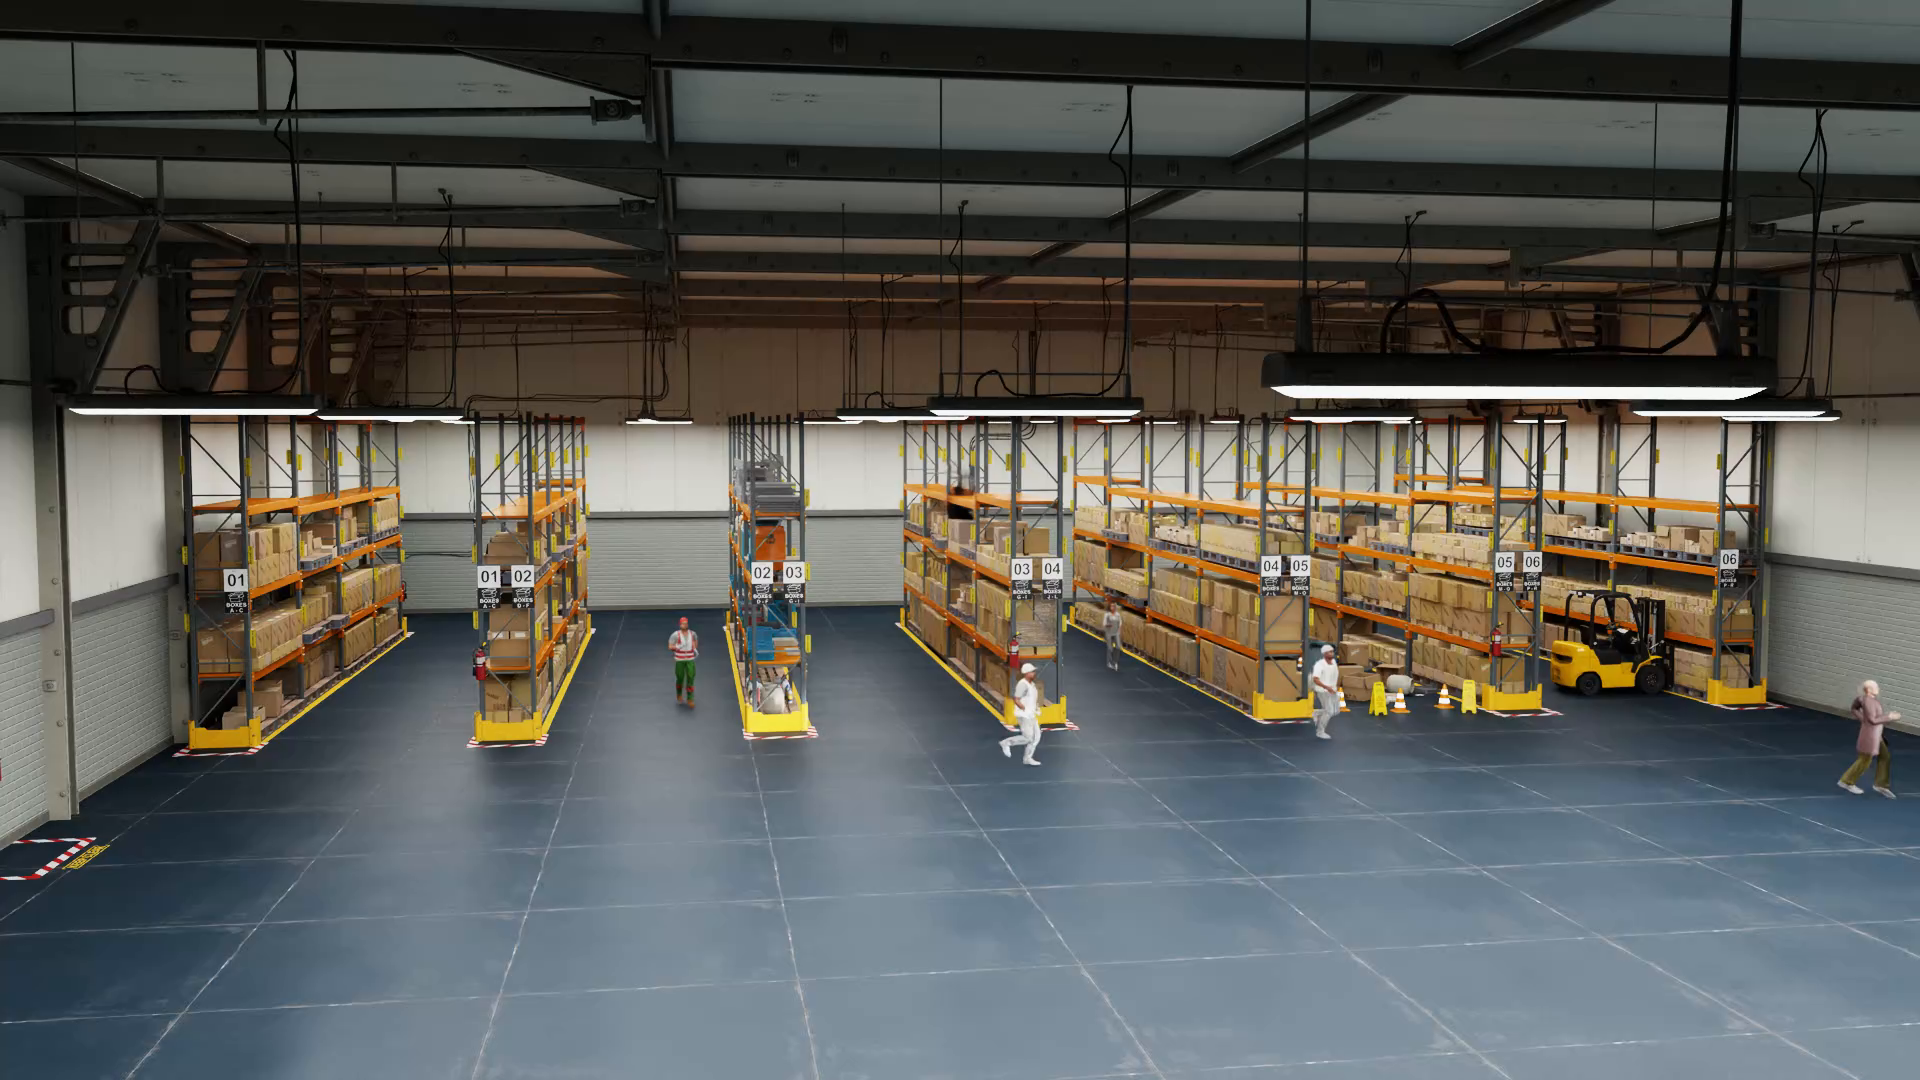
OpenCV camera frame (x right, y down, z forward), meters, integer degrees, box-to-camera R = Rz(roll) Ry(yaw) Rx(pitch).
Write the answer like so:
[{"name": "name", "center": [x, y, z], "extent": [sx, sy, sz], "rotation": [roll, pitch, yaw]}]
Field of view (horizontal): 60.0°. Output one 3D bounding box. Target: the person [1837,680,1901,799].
[{"name": "person", "center": [14.034, 3.179, 25.676], "extent": [0.831, 1.623, 0.685], "rotation": [2, 5, 32]}]

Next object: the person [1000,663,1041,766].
[{"name": "person", "center": [1.040, 2.945, 28.162], "extent": [0.694, 1.734, 0.671], "rotation": [1, 4, 20]}]

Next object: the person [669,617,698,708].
[{"name": "person", "center": [-5.639, 2.477, 34.043], "extent": [0.645, 1.800, 0.899], "rotation": [-1, 4, -20]}]

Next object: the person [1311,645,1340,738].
[{"name": "person", "center": [6.760, 2.783, 30.699], "extent": [0.727, 1.727, 0.651], "rotation": [-4, 5, -43]}]

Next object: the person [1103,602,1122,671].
[{"name": "person", "center": [3.608, 2.267, 39.151], "extent": [0.514, 1.614, 0.635], "rotation": [-1, 4, -8]}]
